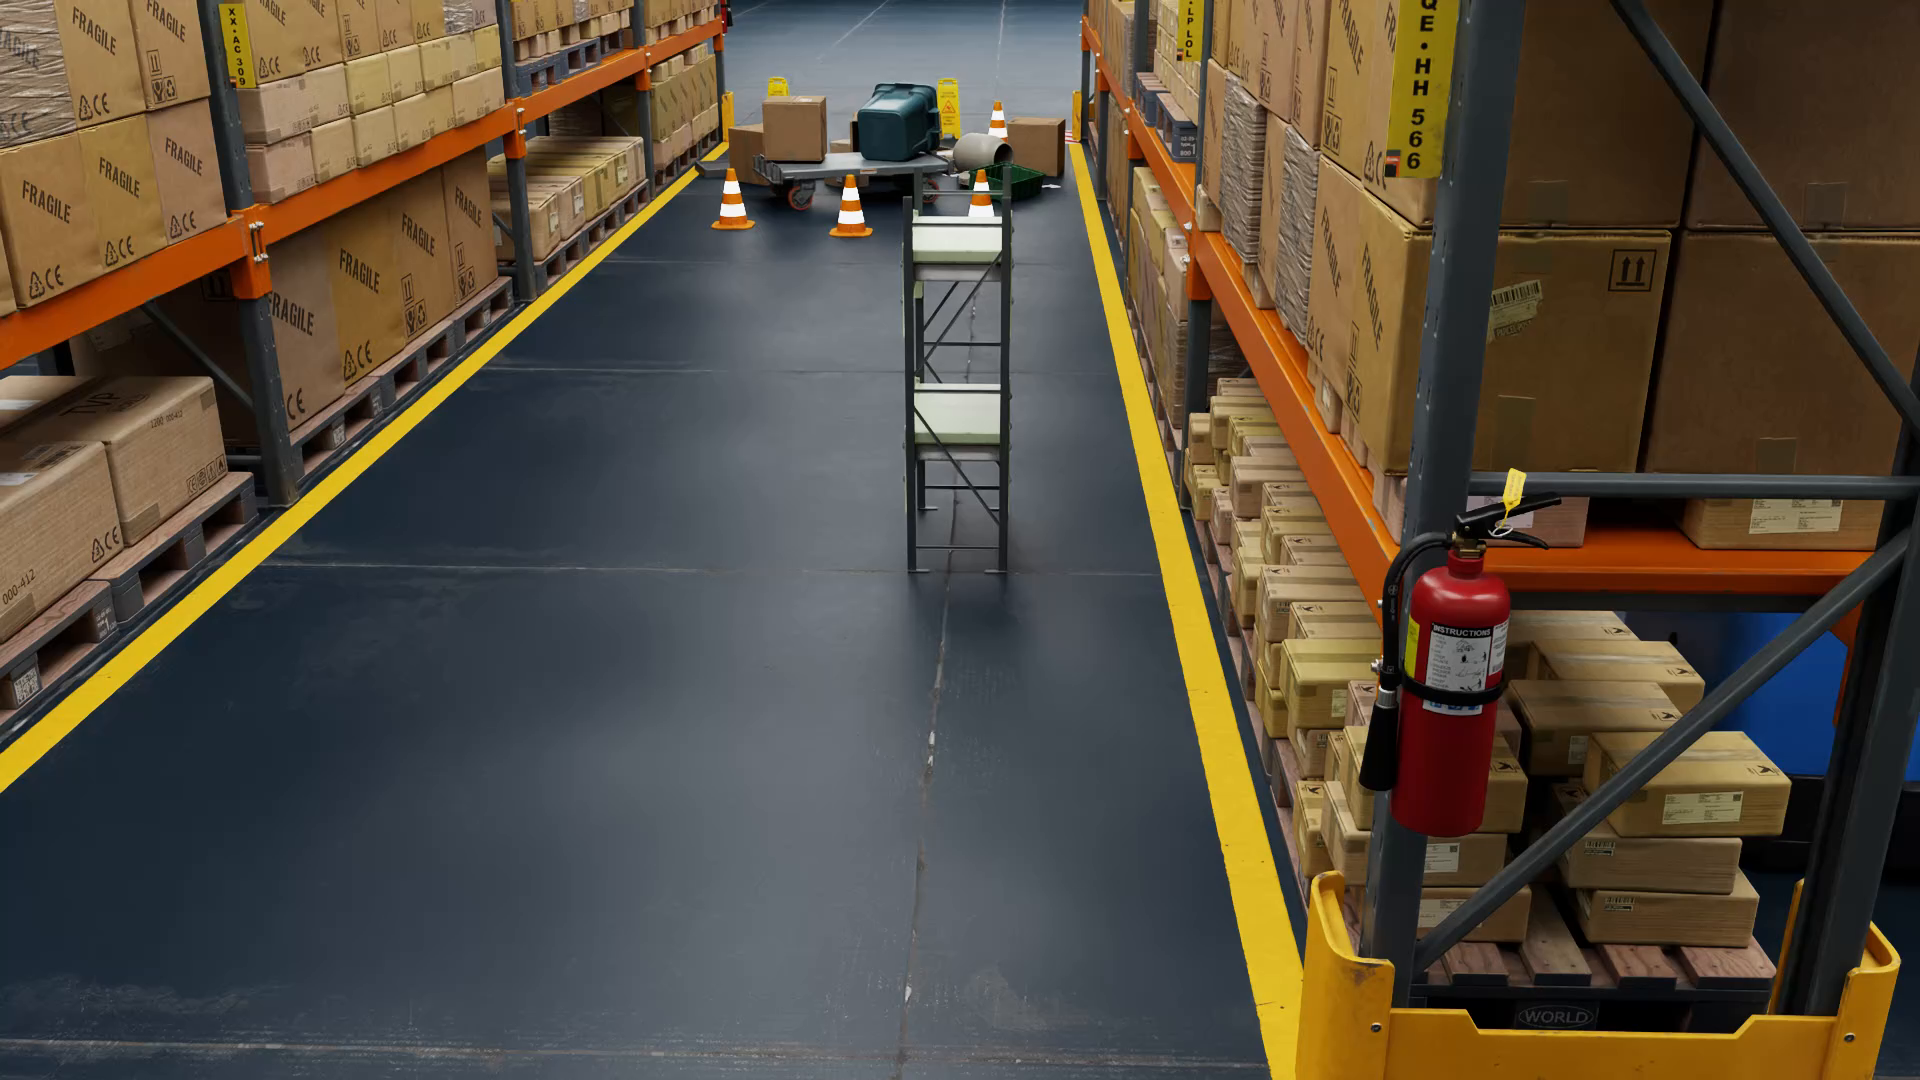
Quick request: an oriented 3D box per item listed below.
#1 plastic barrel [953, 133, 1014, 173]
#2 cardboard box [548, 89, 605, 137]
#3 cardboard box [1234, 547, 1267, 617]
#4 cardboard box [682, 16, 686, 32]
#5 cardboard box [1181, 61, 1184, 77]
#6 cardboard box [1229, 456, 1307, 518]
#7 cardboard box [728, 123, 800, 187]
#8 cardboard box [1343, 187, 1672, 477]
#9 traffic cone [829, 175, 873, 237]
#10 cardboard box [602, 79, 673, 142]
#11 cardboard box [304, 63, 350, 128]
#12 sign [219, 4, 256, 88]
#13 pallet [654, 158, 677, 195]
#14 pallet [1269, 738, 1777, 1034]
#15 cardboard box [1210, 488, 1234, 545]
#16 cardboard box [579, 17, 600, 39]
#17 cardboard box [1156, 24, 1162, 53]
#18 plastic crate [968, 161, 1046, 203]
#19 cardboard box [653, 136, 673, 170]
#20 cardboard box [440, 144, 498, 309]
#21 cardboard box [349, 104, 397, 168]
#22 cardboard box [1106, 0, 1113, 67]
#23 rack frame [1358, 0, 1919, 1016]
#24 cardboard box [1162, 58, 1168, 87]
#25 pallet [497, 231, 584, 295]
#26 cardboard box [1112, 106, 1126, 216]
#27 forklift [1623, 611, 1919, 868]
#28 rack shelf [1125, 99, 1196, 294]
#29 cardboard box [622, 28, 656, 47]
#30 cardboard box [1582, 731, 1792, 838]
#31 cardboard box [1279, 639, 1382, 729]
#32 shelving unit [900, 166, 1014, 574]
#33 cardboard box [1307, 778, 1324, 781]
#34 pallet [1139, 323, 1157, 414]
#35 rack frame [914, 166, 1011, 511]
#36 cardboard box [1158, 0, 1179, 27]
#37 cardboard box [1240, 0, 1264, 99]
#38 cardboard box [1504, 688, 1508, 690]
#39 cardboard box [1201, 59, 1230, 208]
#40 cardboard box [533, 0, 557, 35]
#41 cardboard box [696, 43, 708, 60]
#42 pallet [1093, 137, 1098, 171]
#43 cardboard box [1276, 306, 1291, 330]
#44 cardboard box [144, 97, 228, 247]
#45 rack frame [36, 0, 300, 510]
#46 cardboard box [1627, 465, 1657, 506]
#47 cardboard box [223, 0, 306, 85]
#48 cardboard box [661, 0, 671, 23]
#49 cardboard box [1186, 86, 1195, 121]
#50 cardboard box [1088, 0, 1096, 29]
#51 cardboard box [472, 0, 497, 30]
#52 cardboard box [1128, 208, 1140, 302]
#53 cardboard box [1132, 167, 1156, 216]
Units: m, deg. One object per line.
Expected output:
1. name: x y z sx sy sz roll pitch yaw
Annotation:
1. plastic barrel: 0.223 -3.659 15.874 0.512 0.421 0.421 18 27 38
2. cardboard box: -3.479 -3.931 15.198 0.500 0.500 0.500 0 21 1
3. cardboard box: 1.111 0.139 5.474 0.380 0.149 0.250 1 21 2
4. cardboard box: -2.871 -4.998 16.111 0.380 0.149 0.250 1 21 1
5. cardboard box: 1.343 -2.468 8.599 0.380 0.149 0.250 1 21 4
6. cardboard box: 1.160 -0.186 5.899 0.380 0.149 0.250 1 21 3
7. cardboard box: -1.837 -3.659 15.765 0.500 0.500 0.500 18 27 38
8. cardboard box: 1.113 -0.445 3.479 0.500 0.500 0.500 1 21 3
9. traffic cone: -0.877 -2.689 13.319 0.336 0.463 0.334 1 21 2
10. cardboard box: -2.941 -3.925 15.182 0.500 0.500 0.500 2 21 4
11. cardboard box: -3.189 -2.066 7.724 0.500 0.250 0.500 1 21 2
12. sign: -2.918 -1.993 6.714 0.100 0.325 0.005 1 21 2
13. pallet: -3.244 -3.394 15.485 1.003 0.211 1.213 1 21 2
14. pallet: 1.419 0.885 4.457 1.003 0.211 1.213 1 21 2
15. cardboard box: 1.182 -0.092 6.481 0.380 0.149 0.250 1 21 1
16. cardboard box: -3.014 -3.972 12.886 0.380 0.149 0.250 1 21 2
17. cardboard box: 1.385 -3.032 10.051 0.380 0.149 0.250 2 21 4
18. plastic crate: 0.417 -3.226 15.005 0.450 0.188 0.662 23 29 25
19. cardboard box: -2.941 -3.575 15.317 0.500 0.250 0.500 0 21 -1
20. cardboard box: -3.455 -1.961 10.293 0.875 0.875 0.875 0 21 1
21. cardboard box: -3.150 -2.017 8.288 0.500 0.250 0.500 0 21 1
22. cardboard box: 1.404 -3.929 12.871 0.500 0.500 0.500 1 21 1
23. rack frame: 1.360 -0.094 3.125 0.949 2.616 0.053 1 21 2
24. cardboard box: 1.369 -2.711 9.637 0.380 0.149 0.250 2 21 4
25. pallet: -3.326 -1.987 11.859 1.003 0.211 1.213 1 21 2
26. cardboard box: 1.759 -3.006 13.159 1.050 0.750 0.750 1 21 2
27. forklift: 3.605 -0.571 4.449 3.031 2.935 1.130 2 21 6
28. rack shelf: 1.539 -1.928 8.847 1.077 0.370 4.000 1 21 2
29. cardboard box: -2.899 -4.444 14.684 0.380 0.149 0.250 1 21 1
30. cardboard box: 1.712 0.576 3.936 0.380 0.149 0.250 0 21 -1
31. cardboard box: 1.065 0.382 4.435 0.380 0.149 0.250 0 21 0
32. shelving unit: 0.000 -0.702 6.764 0.431 1.500 0.755 1 21 2
33. cardboard box: 1.165 0.658 4.548 0.380 0.149 0.250 1 21 1
34. pallet: 1.535 -0.964 9.222 1.003 0.211 1.213 1 21 2
35. rack frame: 0.011 -0.834 7.105 0.400 1.500 0.023 1 21 2
36. cardboard box: 1.392 -3.176 10.013 0.380 0.149 0.250 1 21 2
37. cardboard box: 1.174 -1.662 5.234 0.500 0.500 0.500 1 21 3
38. cardboard box: 1.729 0.434 4.712 0.380 0.149 0.250 1 21 3
39. cardboard box: 1.211 -1.550 6.326 0.500 0.500 0.500 0 21 1
40. cardboard box: -3.097 -3.735 11.377 0.500 0.500 0.500 2 21 4
41. cardboard box: -2.815 -5.037 17.152 0.380 0.149 0.250 1 21 3
42. pallet: 1.857 -3.849 16.658 1.003 0.211 1.213 1 21 2
43. cardboard box: 1.189 -0.751 5.164 0.380 0.149 0.250 1 21 4
44. cardboard box: -3.231 -1.435 6.441 0.500 0.500 0.500 1 21 2
45. rack frame: -3.473 -1.559 6.899 1.000 3.000 0.127 1 21 2
46. cardboard box: 1.661 -0.183 3.702 0.380 0.149 0.250 1 21 4
47. cardboard box: -3.172 -2.227 7.102 0.500 0.500 0.500 1 21 2
48. cardboard box: -2.945 -4.974 15.152 0.500 0.500 0.500 1 21 1
49. cardboard box: 1.320 -2.140 8.165 0.380 0.149 0.250 0 21 -1
50. cardboard box: 1.740 -5.414 16.629 0.875 0.550 0.550 1 21 2
51. cardboard box: -3.105 -3.328 9.938 0.500 0.500 0.500 0 21 0
52. cardboard box: 1.324 -1.764 10.304 0.500 0.500 0.500 0 21 -1
53. cardboard box: 1.337 -2.120 10.185 0.500 0.250 0.500 0 21 -1
